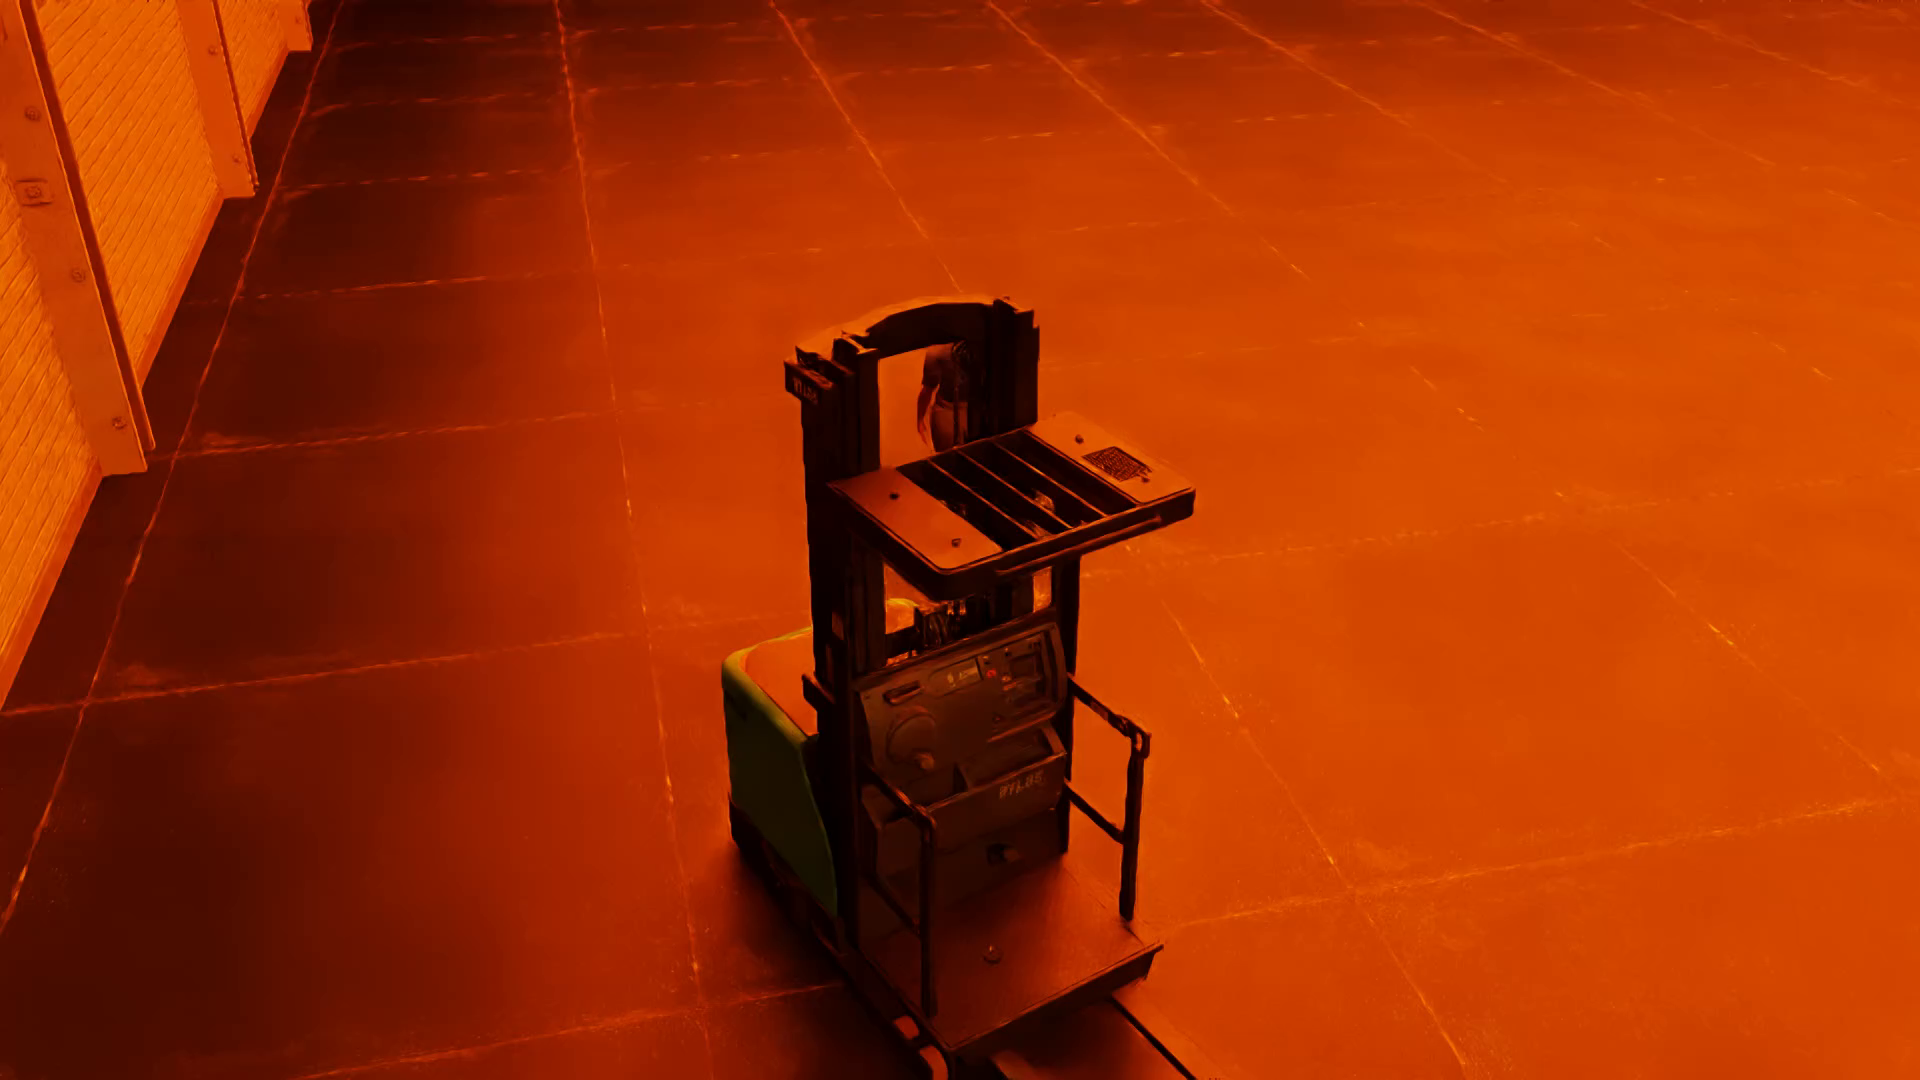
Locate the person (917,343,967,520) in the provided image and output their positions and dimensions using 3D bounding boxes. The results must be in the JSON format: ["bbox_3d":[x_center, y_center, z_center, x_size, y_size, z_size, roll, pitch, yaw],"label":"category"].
[{"bbox_3d":[-0.001,-0.767,10.160,0.570,1.654,0.503,-7,31,-12],"label":"person"}]

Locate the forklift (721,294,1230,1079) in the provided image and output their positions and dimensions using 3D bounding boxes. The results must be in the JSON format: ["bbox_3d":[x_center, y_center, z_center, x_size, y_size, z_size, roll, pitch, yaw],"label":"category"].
[{"bbox_3d":[0.143,0.661,6.433,1.130,2.935,3.031,-18,35,-29],"label":"forklift"}]
